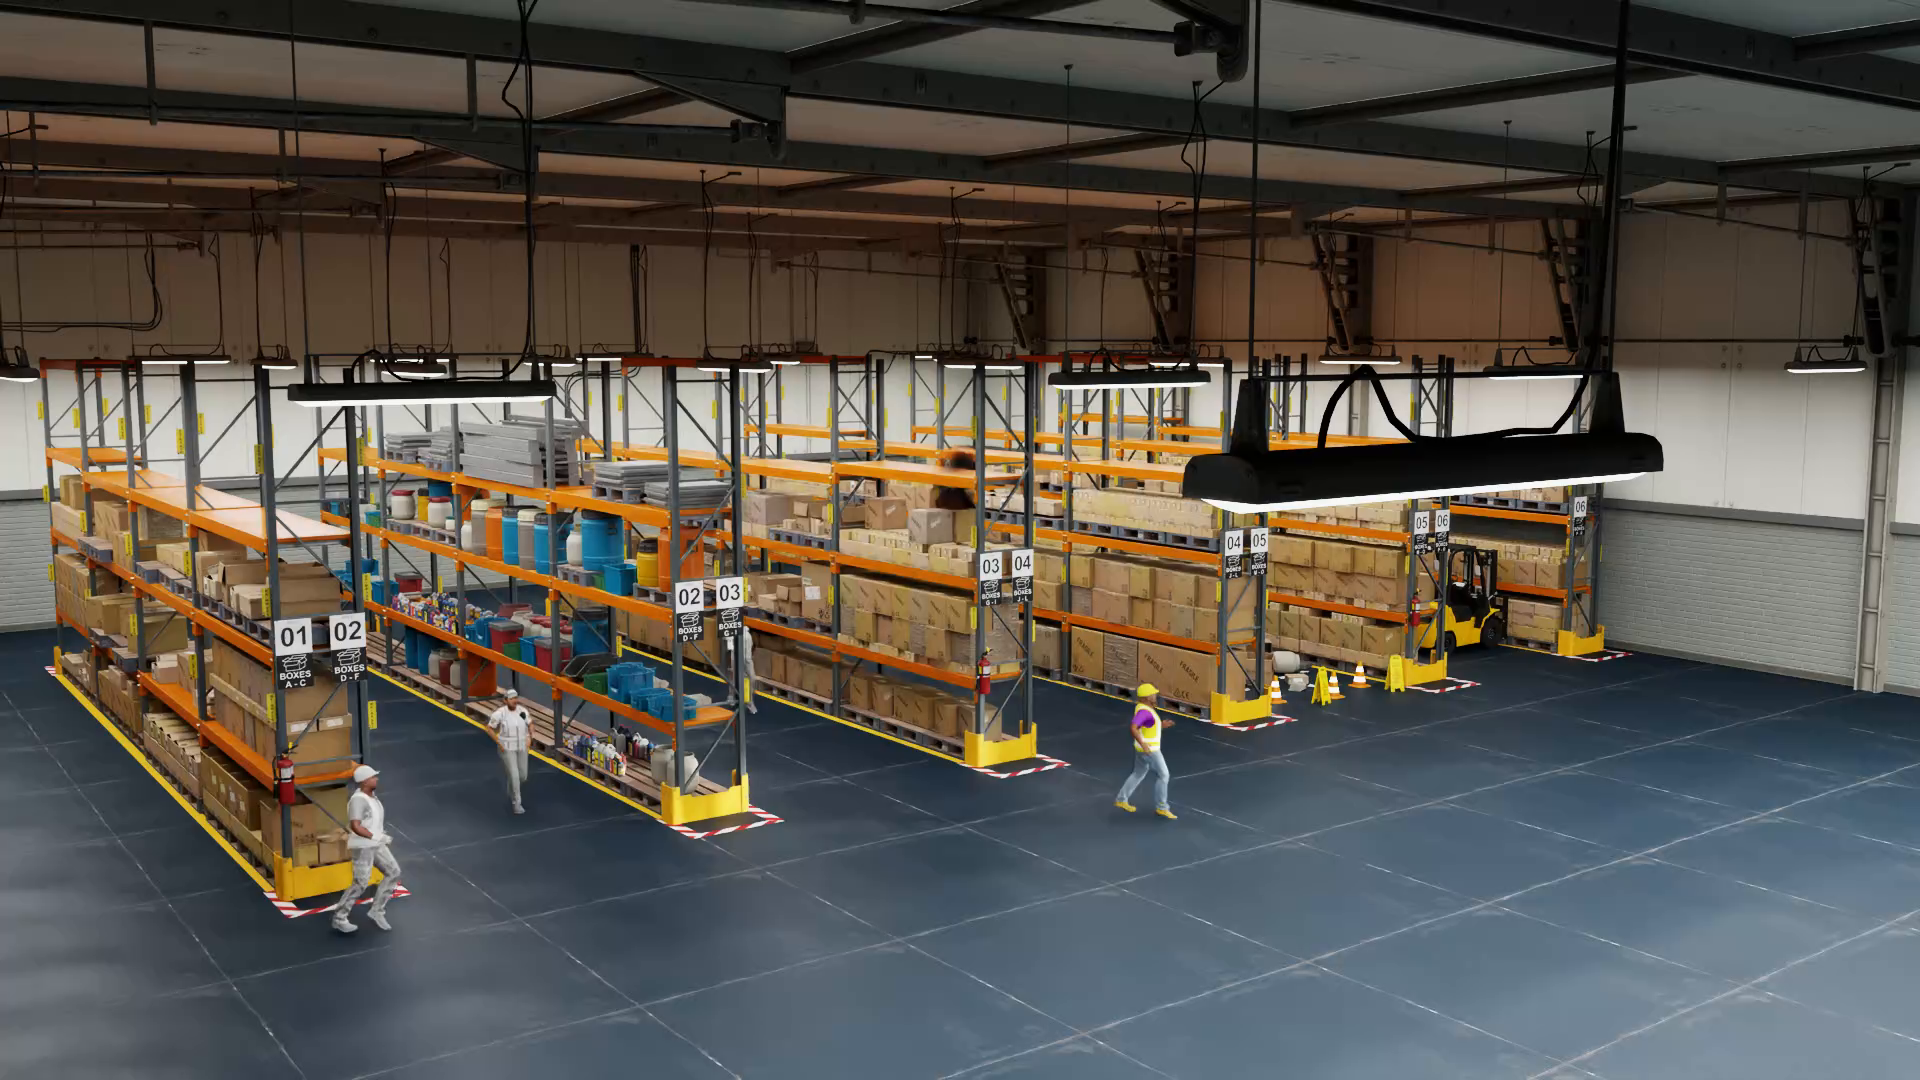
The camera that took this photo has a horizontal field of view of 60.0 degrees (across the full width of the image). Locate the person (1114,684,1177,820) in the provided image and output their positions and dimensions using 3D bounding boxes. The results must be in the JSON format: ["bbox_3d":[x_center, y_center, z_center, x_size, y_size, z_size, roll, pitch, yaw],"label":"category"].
[{"bbox_3d":[2.469,2.805,22.042,0.817,1.821,0.677,-1,7,-7],"label":"person"}]

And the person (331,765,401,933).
[{"bbox_3d":[-6.403,3.321,17.957,0.668,1.786,0.743,0,7,-2],"label":"person"}]

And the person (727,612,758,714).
[{"bbox_3d":[-3.732,2.074,28.432,0.596,1.740,0.720,-5,9,-38],"label":"person"}]

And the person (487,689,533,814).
[{"bbox_3d":[-6.075,2.826,22.541,0.618,1.648,0.720,-5,9,-37],"label":"person"}]
